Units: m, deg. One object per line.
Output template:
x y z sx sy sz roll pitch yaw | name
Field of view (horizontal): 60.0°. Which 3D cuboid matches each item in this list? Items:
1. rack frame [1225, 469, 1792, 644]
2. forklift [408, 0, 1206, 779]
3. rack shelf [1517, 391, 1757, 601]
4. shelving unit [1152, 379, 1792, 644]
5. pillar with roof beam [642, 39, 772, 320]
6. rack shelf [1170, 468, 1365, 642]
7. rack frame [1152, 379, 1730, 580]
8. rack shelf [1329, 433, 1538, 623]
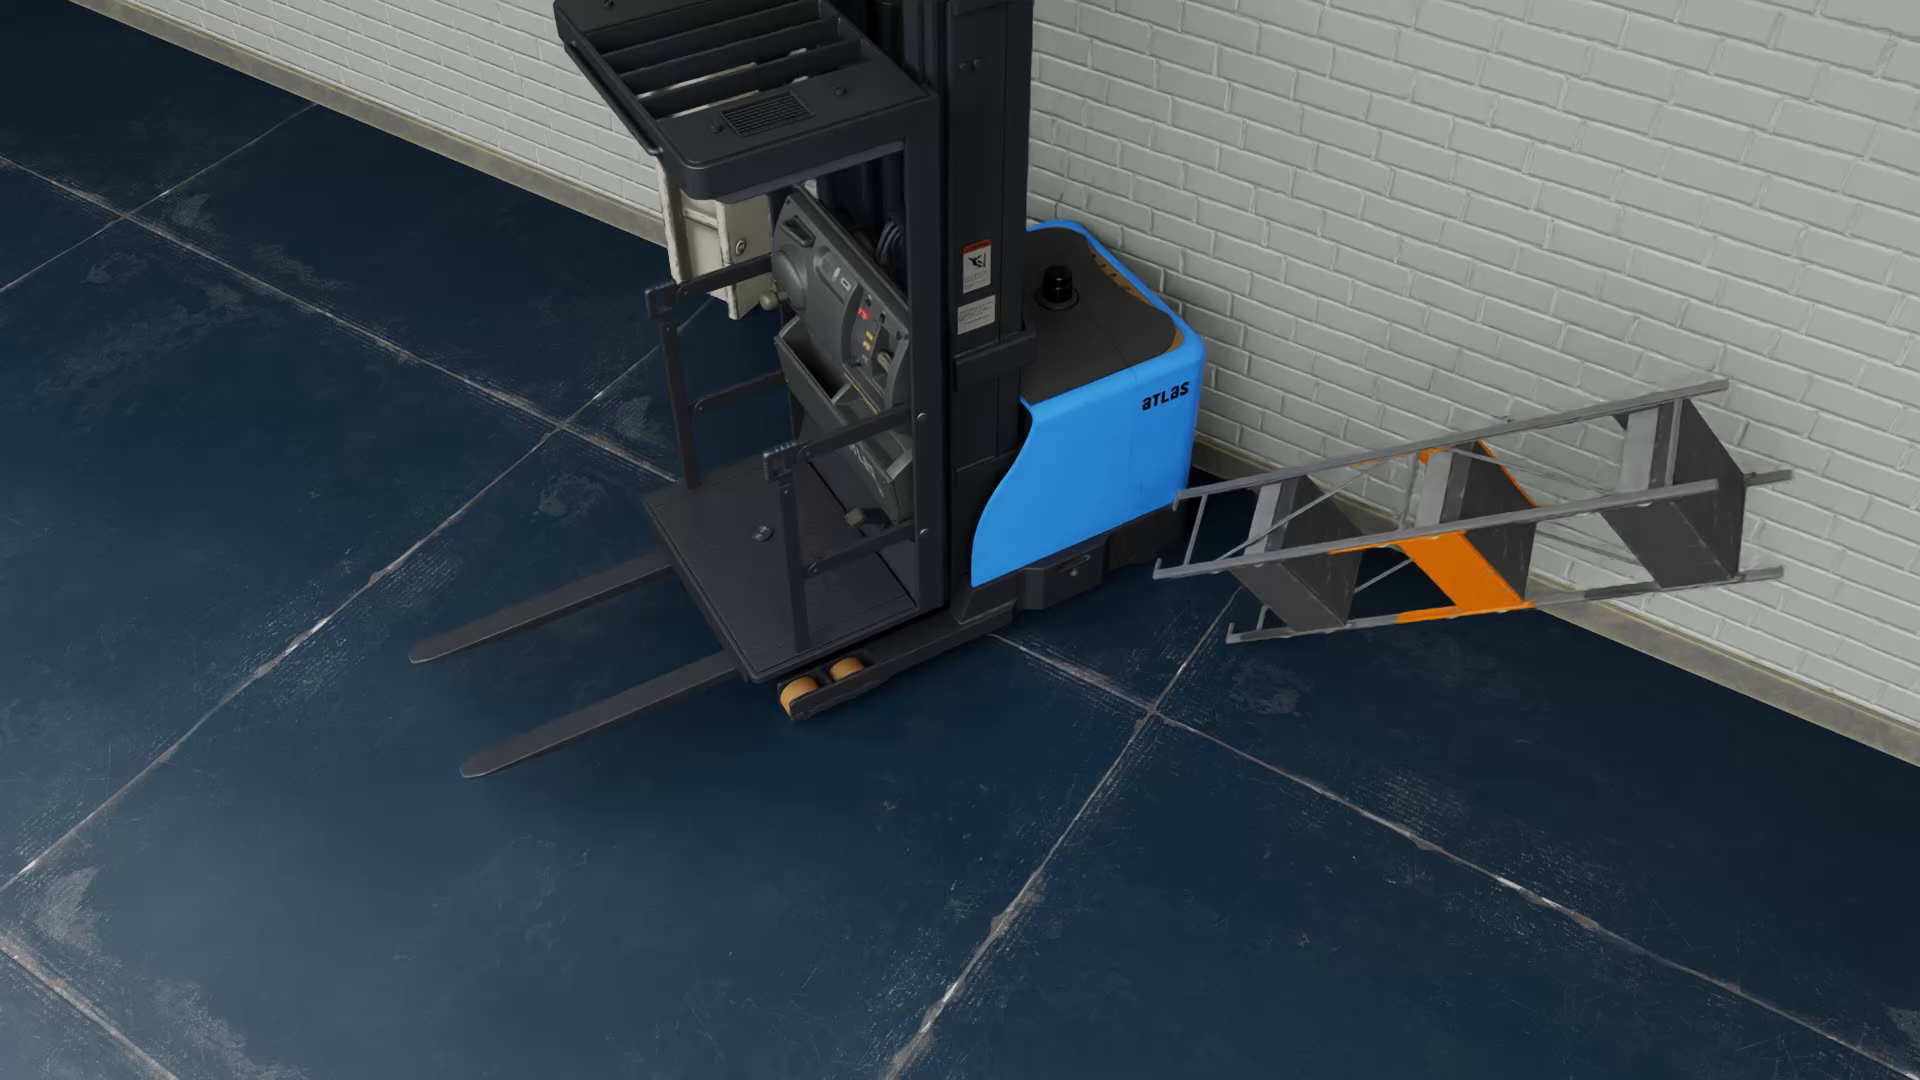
1.839 0.093 5.906 2.100 0.015 0.400 -11 49 45 | rack frame
-0.598 -0.777 5.683 3.031 2.935 1.130 -22 50 -20 | forklift
2.157 -0.133 5.290 0.518 0.480 0.431 -11 49 45 | rack shelf
1.679 -0.037 5.774 2.100 0.503 0.431 -11 49 45 | shelving unit
-3.478 -1.762 2.410 0.400 9.000 9.100 25 51 22 | pillar with roof beam
1.183 0.063 6.277 0.518 0.480 0.431 -11 49 45 | rack shelf
1.520 -0.167 5.643 2.100 0.015 0.400 -11 49 45 | rack frame
1.670 -0.035 5.784 0.518 0.480 0.431 -11 49 45 | rack shelf
